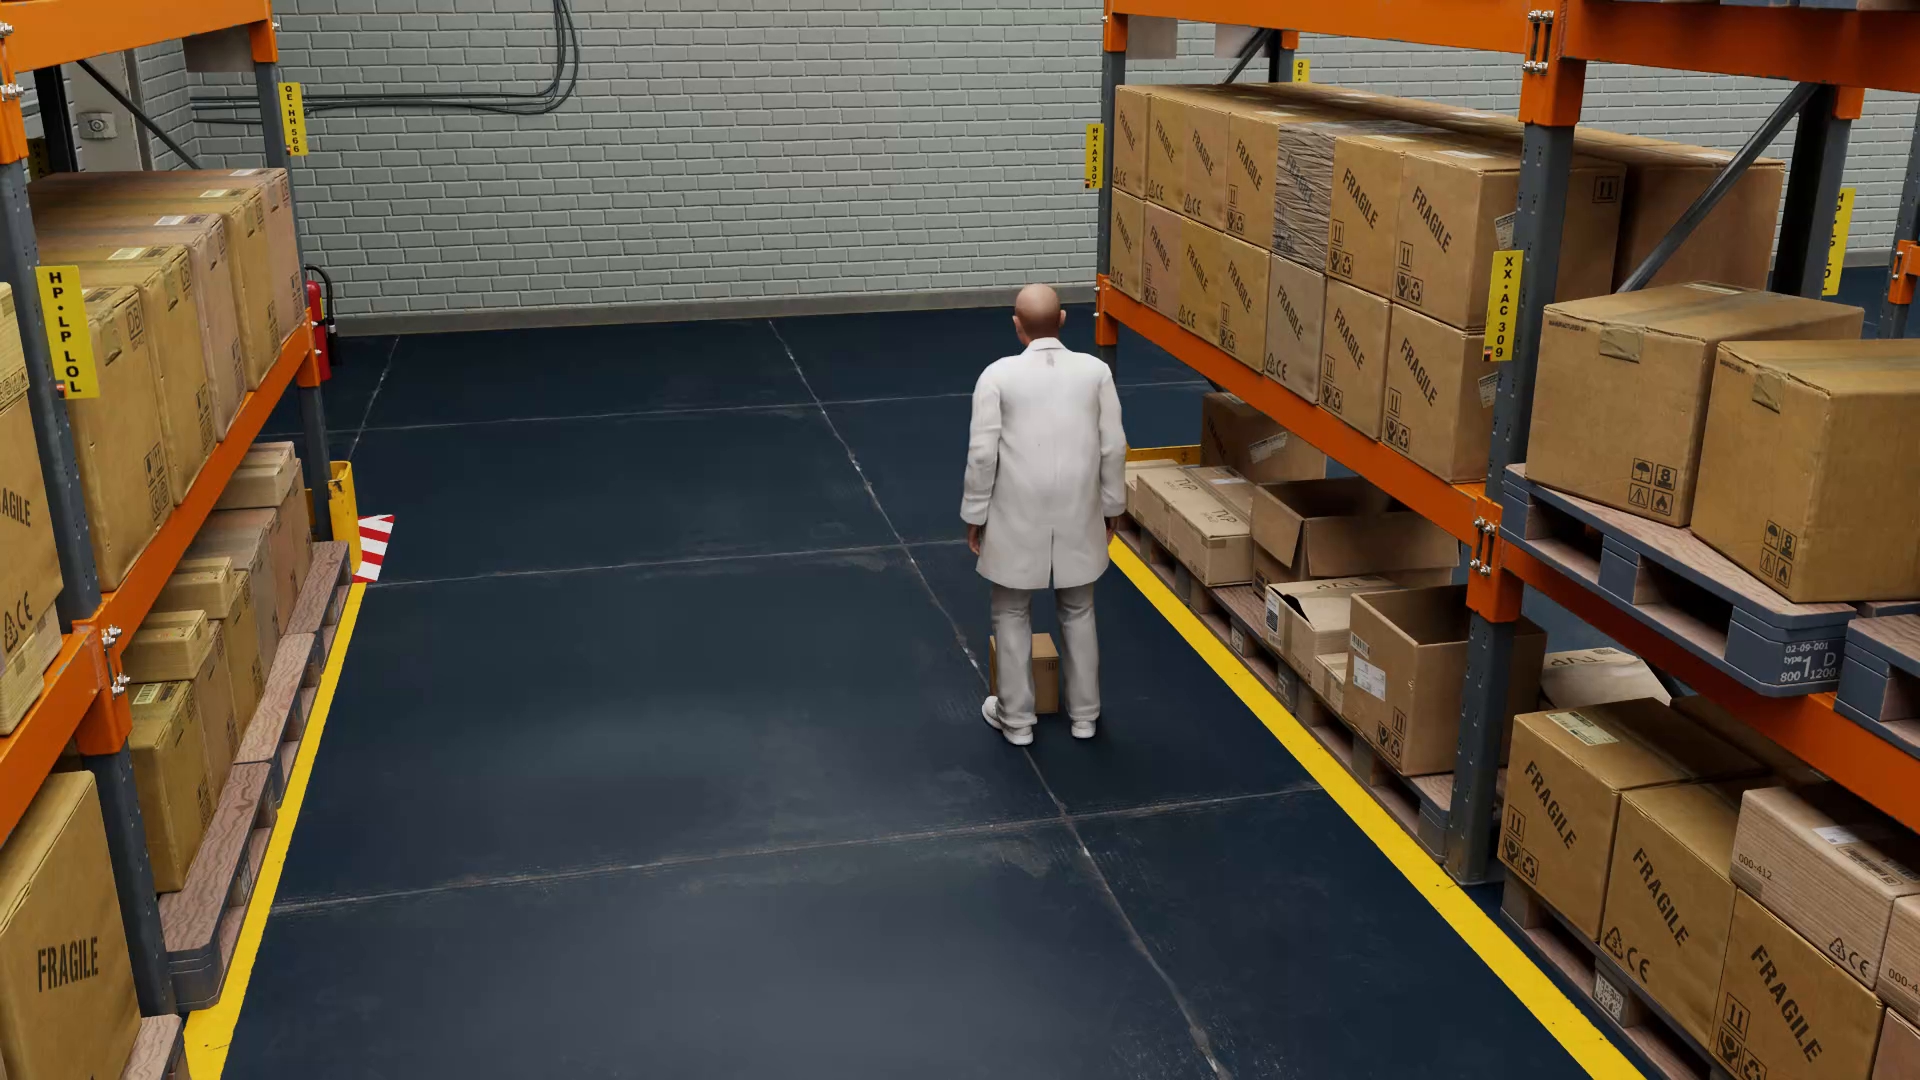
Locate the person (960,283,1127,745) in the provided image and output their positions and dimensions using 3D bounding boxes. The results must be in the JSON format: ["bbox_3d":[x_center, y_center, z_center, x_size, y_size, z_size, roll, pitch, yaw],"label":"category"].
[{"bbox_3d":[0.317,-0.087,6.341,0.640,1.773,0.425,-4,20,-10],"label":"person"}]
